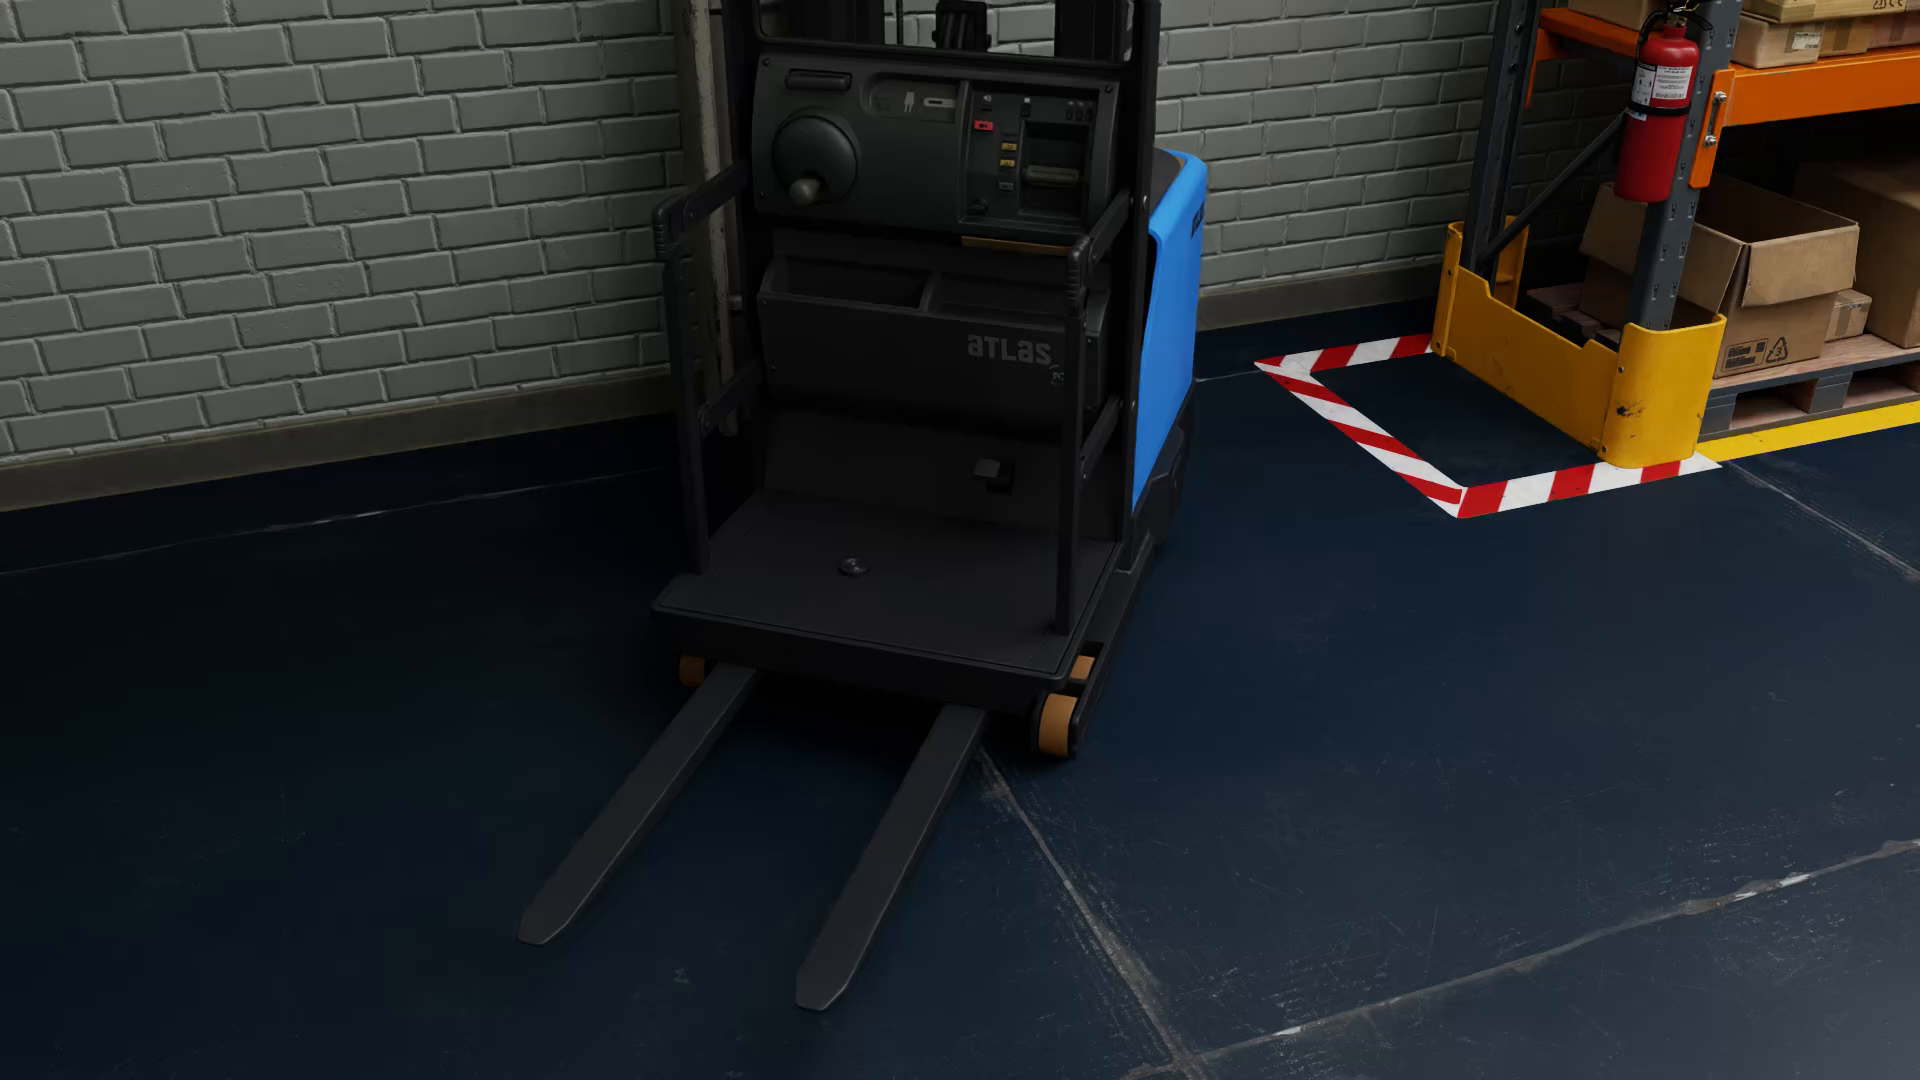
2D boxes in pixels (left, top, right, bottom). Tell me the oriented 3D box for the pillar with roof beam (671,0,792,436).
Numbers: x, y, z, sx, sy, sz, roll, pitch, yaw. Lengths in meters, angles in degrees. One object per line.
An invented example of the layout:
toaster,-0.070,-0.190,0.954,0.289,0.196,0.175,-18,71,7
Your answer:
pillar with roof beam,0.796,-2.386,0.347,0.400,9.000,9.100,-10,31,-18

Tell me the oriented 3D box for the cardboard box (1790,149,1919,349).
cardboard box,3.557,-1.111,6.271,0.500,0.500,0.700,-9,31,-16

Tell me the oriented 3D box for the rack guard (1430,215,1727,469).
rack guard,2.207,-0.750,6.062,0.348,0.500,1.175,-10,31,-18

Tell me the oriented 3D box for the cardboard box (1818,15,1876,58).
cardboard box,2.762,-1.709,5.473,0.250,0.149,0.380,-10,31,-16

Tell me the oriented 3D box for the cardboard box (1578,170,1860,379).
cardboard box,2.742,-0.983,6.043,0.637,0.503,0.797,-12,32,-20

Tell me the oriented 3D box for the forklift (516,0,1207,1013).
forklift,-0.135,-0.935,3.930,1.130,2.935,3.031,9,31,15

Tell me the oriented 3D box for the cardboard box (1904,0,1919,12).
cardboard box,3.127,-1.928,5.455,0.500,0.250,0.500,-10,31,-17

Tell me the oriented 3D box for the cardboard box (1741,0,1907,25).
cardboard box,2.655,-1.841,5.302,0.500,0.250,0.500,-10,31,-17

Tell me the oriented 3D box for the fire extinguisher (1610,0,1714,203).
fire extinguisher,2.159,-1.388,5.111,0.183,0.674,0.296,-10,31,-18

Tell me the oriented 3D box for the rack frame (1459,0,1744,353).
rack frame,2.136,-1.823,5.420,0.127,3.000,1.000,-10,31,-18

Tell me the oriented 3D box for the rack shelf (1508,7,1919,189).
rack shelf,4.010,-1.856,6.204,4.000,0.370,1.077,-10,31,-18

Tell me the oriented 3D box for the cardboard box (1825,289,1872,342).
cardboard box,3.154,-0.884,6.227,0.250,0.149,0.380,-12,32,-20

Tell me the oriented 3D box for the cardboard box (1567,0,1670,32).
cardboard box,2.353,-1.896,5.802,0.250,0.149,0.380,-11,31,-18

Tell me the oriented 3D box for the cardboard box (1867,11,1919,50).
cardboard box,2.996,-1.771,5.581,0.250,0.149,0.380,-11,31,-18

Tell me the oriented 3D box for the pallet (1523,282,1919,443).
pallet,2.954,-0.763,6.376,1.213,0.211,1.003,-10,31,-18

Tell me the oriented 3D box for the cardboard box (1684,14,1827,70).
cardboard box,2.540,-1.644,5.359,0.250,0.149,0.380,-11,31,-18
